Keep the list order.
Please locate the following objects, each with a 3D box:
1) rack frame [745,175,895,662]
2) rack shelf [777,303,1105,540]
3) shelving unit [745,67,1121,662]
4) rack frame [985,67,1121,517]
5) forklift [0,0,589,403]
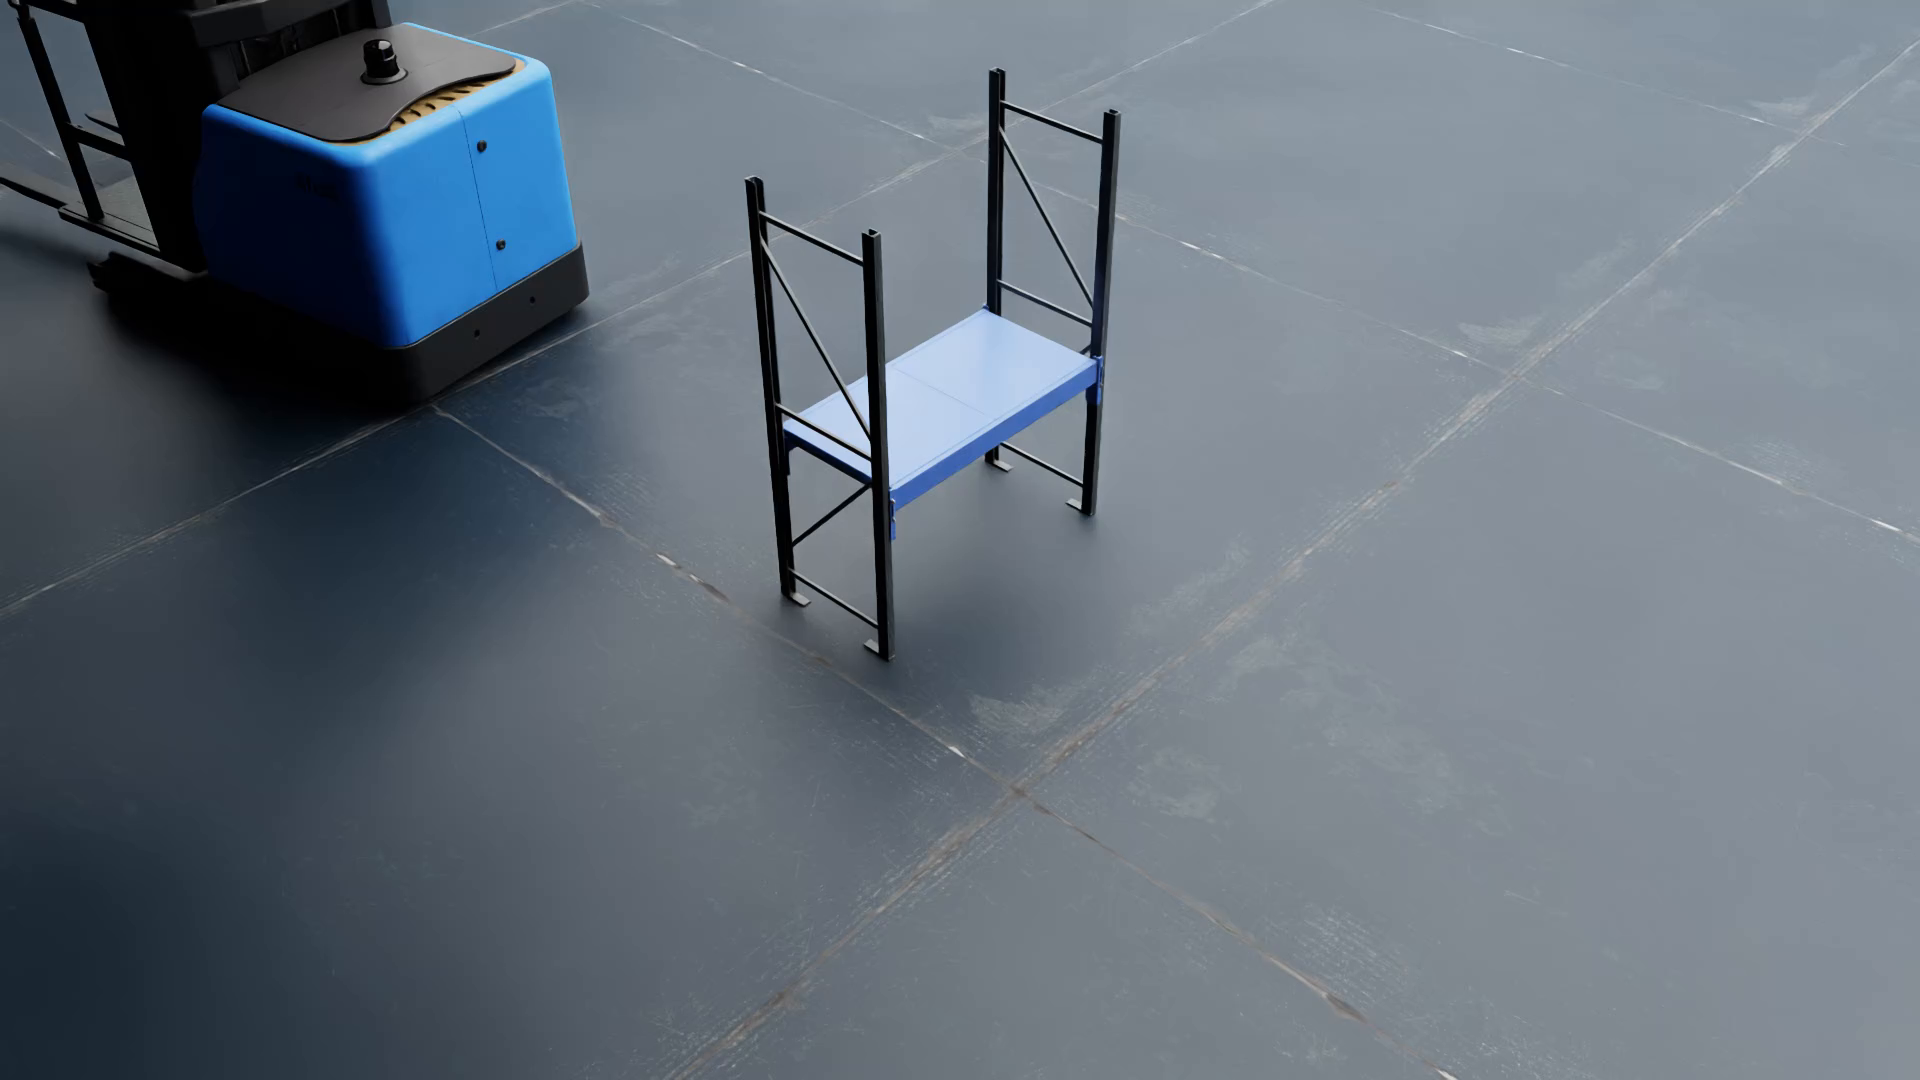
[{"bbox_3d":[-0.400,-0.314,4.940,0.500,1.500,0.032,30,47,32],"label":"rack frame"},{"bbox_3d":[-0.058,-0.407,5.346,0.538,0.185,1.000,30,47,32],"label":"rack shelf"},{"bbox_3d":[-0.058,-0.548,5.234,0.538,1.500,1.048,30,47,32],"label":"shelving unit"},{"bbox_3d":[0.285,-0.781,5.528,0.500,1.500,0.032,30,47,32],"label":"rack frame"},{"bbox_3d":[-3.060,-2.363,6.366,3.031,2.935,1.130,22,43,25],"label":"forklift"}]
